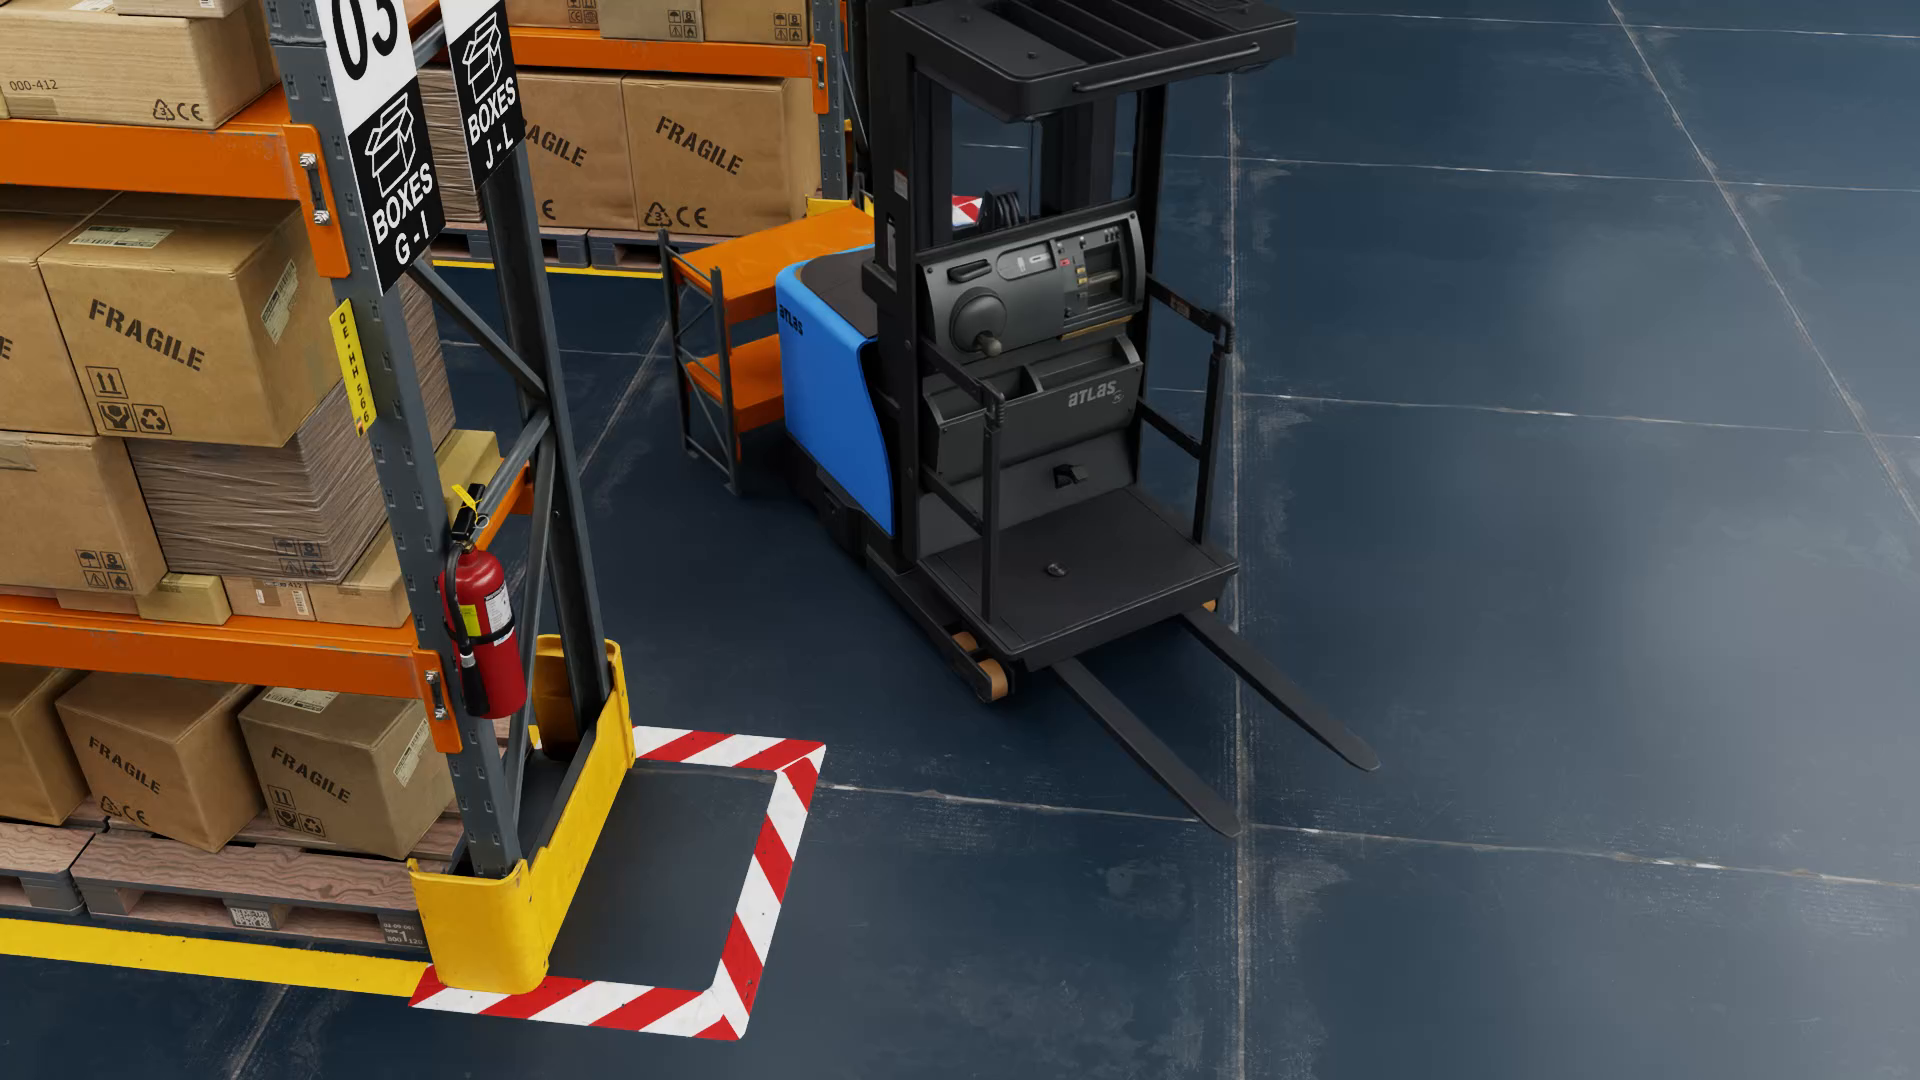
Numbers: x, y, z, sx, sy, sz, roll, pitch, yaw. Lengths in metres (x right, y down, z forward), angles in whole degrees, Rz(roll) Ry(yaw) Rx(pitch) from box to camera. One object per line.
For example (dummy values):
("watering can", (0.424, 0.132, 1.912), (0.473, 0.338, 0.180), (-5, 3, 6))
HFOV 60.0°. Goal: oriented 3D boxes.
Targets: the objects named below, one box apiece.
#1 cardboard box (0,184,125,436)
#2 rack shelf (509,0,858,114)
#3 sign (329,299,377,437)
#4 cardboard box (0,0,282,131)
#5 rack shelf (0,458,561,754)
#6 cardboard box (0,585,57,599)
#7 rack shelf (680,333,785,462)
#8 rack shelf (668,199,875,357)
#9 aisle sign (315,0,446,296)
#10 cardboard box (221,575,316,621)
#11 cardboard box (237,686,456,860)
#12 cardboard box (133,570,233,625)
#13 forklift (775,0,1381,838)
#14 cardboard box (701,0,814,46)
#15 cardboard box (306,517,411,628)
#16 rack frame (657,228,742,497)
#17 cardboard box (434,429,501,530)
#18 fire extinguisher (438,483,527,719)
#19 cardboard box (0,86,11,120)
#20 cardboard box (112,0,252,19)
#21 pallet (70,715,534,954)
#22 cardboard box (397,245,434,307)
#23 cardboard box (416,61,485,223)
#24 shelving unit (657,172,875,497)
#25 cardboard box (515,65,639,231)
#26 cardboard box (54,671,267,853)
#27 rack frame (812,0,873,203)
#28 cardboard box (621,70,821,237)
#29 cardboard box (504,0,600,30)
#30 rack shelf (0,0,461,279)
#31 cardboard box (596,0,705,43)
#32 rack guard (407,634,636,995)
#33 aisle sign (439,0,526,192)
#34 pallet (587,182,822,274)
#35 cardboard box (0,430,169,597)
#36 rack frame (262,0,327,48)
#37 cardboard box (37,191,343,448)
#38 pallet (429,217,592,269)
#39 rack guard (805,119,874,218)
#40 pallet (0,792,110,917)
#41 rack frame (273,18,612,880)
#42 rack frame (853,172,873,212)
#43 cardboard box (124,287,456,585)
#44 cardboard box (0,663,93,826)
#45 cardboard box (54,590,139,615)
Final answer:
("cardboard box", (-2.431, -0.628, 4.345), (0.500, 0.500, 0.500), (4, 36, 6))
("rack shelf", (-2.609, -2.832, 9.256), (4.000, 0.370, 1.077), (4, 36, 6))
("sign", (-1.448, -0.409, 3.972), (0.005, 0.325, 0.100), (4, 36, 6))
("cardboard box", (-1.868, -1.176, 3.863), (0.500, 0.250, 0.500), (5, 36, 7))
("rack shelf", (-3.341, 0.018, 5.262), (4.000, 0.370, 1.077), (4, 36, 6))
("cardboard box", (-2.657, -0.004, 4.890), (0.250, 0.149, 0.380), (4, 36, 6))
("rack shelf", (-0.741, -0.752, 7.757), (1.000, 0.278, 0.538), (-23, 42, -29))
("rack shelf", (-0.741, -1.190, 7.445), (1.000, 0.278, 0.538), (-23, 42, -29))
("aisle sign", (-1.334, -1.008, 3.842), (0.004, 0.787, 0.394), (4, 36, 6))
("cardboard box", (-1.914, 0.054, 4.808), (0.250, 0.149, 0.380), (4, 36, 6))
("cardboard box", (-1.974, 0.664, 5.528), (0.500, 0.500, 0.500), (11, 37, 15))
("cardboard box", (-2.169, 0.066, 4.792), (0.250, 0.149, 0.380), (4, 36, 6))
("forklift", (0.395, -0.881, 5.962), (1.130, 2.935, 3.031), (-19, 40, -25))
("cardboard box", (-0.999, -3.040, 8.798), (0.550, 0.550, 0.875), (4, 36, 6))
("cardboard box", (-1.666, 0.073, 4.782), (0.250, 0.149, 0.380), (4, 36, 6))
("rack frame", (-1.150, -0.775, 7.368), (0.032, 1.125, 0.500), (-23, 42, -29))
("cardboard box", (-1.609, -0.183, 5.141), (0.250, 0.149, 0.380), (4, 36, 6))
("fire extinguisher", (-1.302, 0.179, 4.484), (0.183, 0.674, 0.296), (4, 36, 6))
("cardboard box", (-2.363, -1.211, 3.912), (0.500, 0.250, 0.500), (4, 36, 6))
("cardboard box", (-1.672, -1.290, 3.679), (0.250, 0.149, 0.380), (4, 36, 6))
("pallet", (-2.234, 0.922, 5.776), (1.213, 0.211, 1.003), (4, 36, 6))
("cardboard box", (-1.868, -0.893, 4.717), (0.500, 0.500, 0.500), (4, 36, 6))
("cardboard box", (-3.083, -2.428, 9.537), (0.875, 0.875, 0.875), (5, 36, 6))
("shelving unit", (-0.741, -0.951, 7.615), (1.048, 1.125, 0.538), (-23, 42, -29))
("cardboard box", (-2.179, -2.359, 9.441), (0.875, 0.875, 0.875), (4, 36, 5))
("cardboard box", (-2.572, 0.639, 5.562), (0.500, 0.500, 0.500), (14, 38, 18))
("rack frame", (-0.625, -2.977, 8.840), (0.127, 3.000, 1.000), (4, 36, 6))
("cardboard box", (-1.306, -2.296, 9.352), (0.875, 0.875, 0.875), (4, 36, 6))
("cardboard box", (-2.087, -3.182, 8.997), (0.550, 0.550, 0.875), (4, 36, 6))
("rack shelf", (-3.341, -1.203, 4.391), (4.000, 0.370, 1.077), (4, 36, 6))
("cardboard box", (-1.547, -3.068, 8.837), (0.550, 0.550, 0.875), (4, 36, 6))
("rack guard", (-1.433, 0.885, 5.580), (0.348, 0.500, 1.175), (4, 36, 6))
("aisle sign", (-1.258, -1.353, 4.326), (0.004, 0.787, 0.394), (4, 36, 6))
("pallet", (-1.428, -1.856, 9.669), (1.213, 0.211, 1.003), (4, 36, 6))
("cardboard box", (-2.410, -0.313, 4.764), (0.500, 0.500, 0.875), (4, 36, 6))
("rack frame", (-1.357, -2.569, 3.103), (0.127, 3.000, 1.000), (4, 36, 6))
("cardboard box", (-1.934, -0.594, 4.297), (0.500, 0.500, 0.500), (4, 36, 6))
("pallet", (-2.635, -1.948, 9.798), (1.213, 0.211, 1.003), (4, 36, 6))
("rack guard", (-0.601, -1.958, 9.563), (0.348, 0.500, 1.175), (4, 36, 6))
("pallet", (-3.440, 0.830, 5.905), (1.213, 0.211, 1.003), (4, 36, 6))
("rack frame", (-1.357, -0.127, 4.846), (0.127, 3.000, 1.000), (4, 36, 6))
("rack frame", (-0.333, -1.127, 7.861), (0.032, 1.125, 0.500), (-23, 42, -29))
("cardboard box", (-1.899, -0.345, 4.809), (0.500, 0.500, 0.875), (4, 36, 6))
("cardboard box", (-3.190, 0.582, 5.643), (0.500, 0.500, 0.500), (7, 36, 10))
("cardboard box", (-2.415, 0.038, 4.831), (0.250, 0.149, 0.380), (4, 36, 6))
